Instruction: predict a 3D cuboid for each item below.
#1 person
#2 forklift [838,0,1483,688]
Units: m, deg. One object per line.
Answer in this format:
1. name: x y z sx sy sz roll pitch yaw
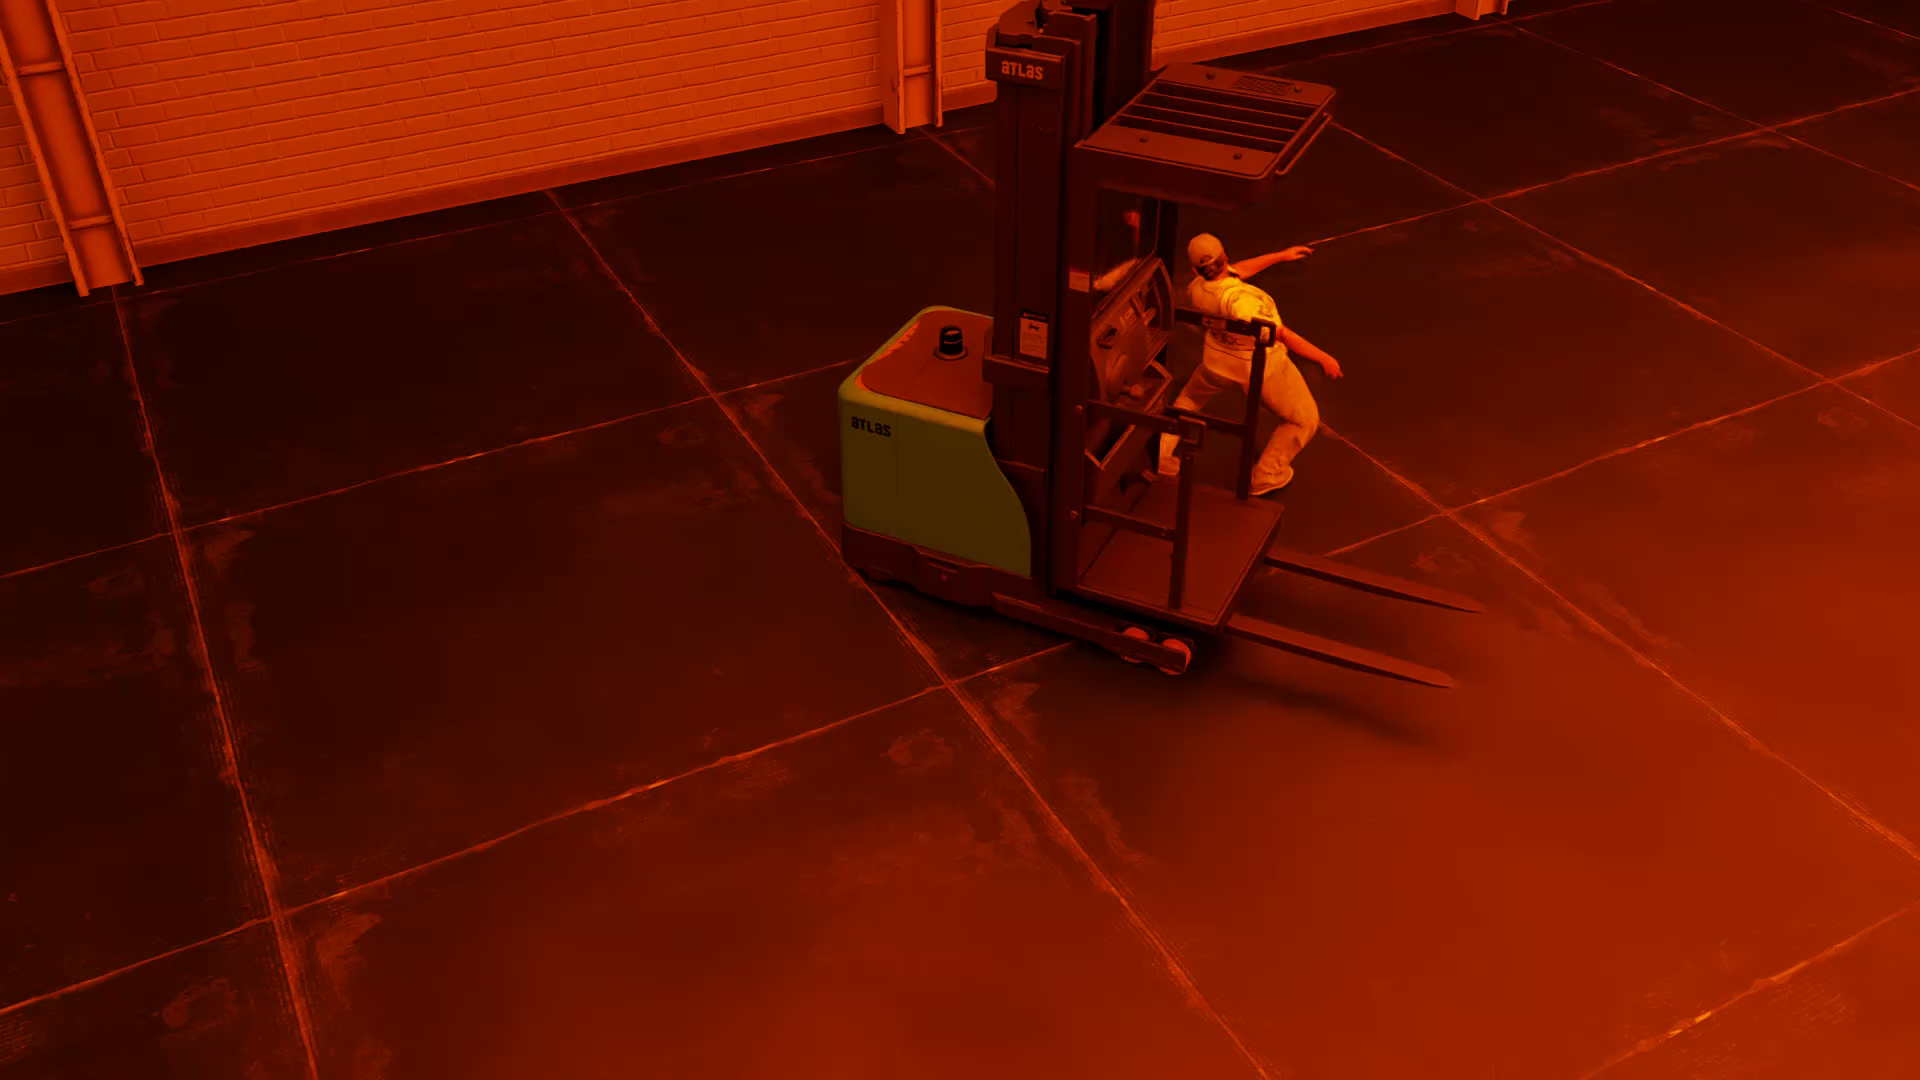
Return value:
1. person: 1.532 -0.896 8.626 0.901 1.451 0.795 27 43 33
2. forklift: 0.960 -0.919 7.423 3.031 2.935 1.130 16 38 21
